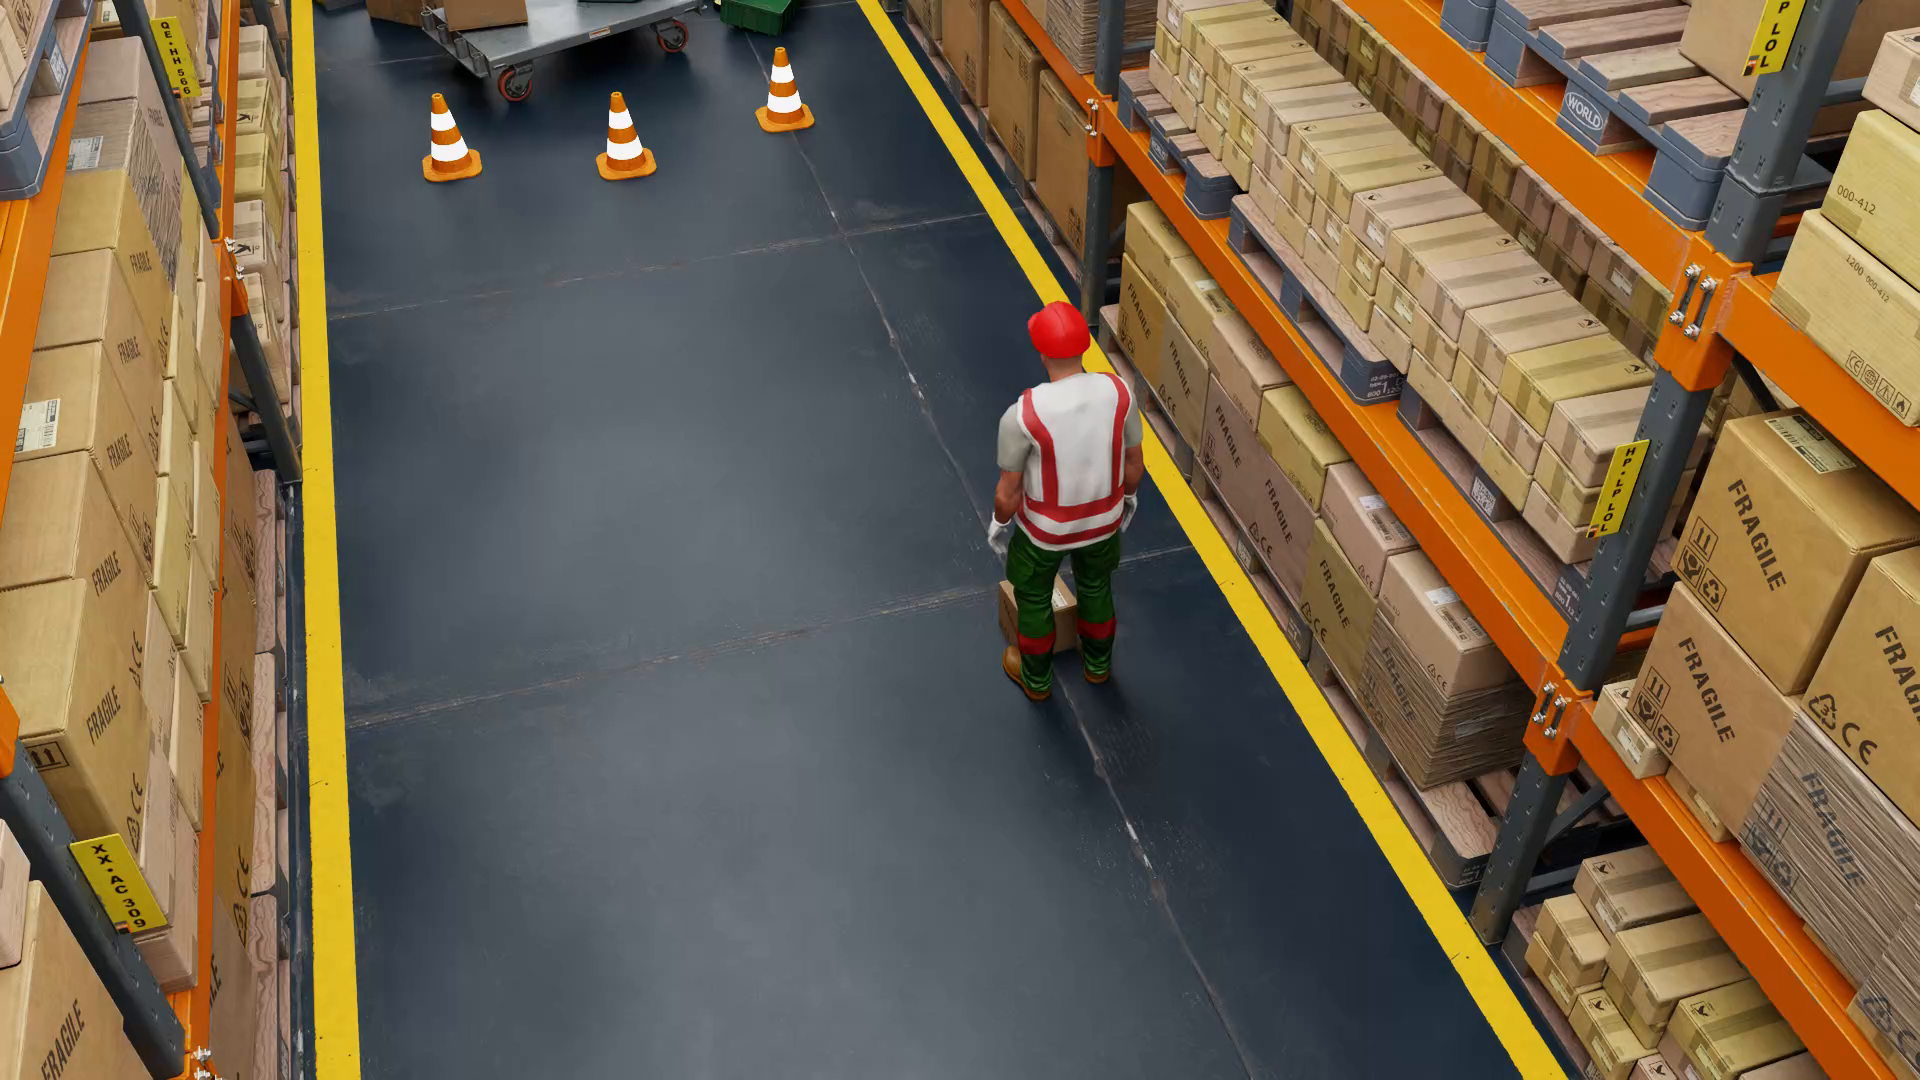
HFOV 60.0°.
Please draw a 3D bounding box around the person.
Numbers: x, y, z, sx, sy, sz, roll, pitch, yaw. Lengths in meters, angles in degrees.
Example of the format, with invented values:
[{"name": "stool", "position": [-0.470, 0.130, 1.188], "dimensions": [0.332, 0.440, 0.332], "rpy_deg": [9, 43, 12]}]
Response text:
[{"name": "person", "position": [0.394, -0.107, 6.269], "dimensions": [0.604, 1.778, 0.451], "rpy_deg": [-12, 43, -13]}]
